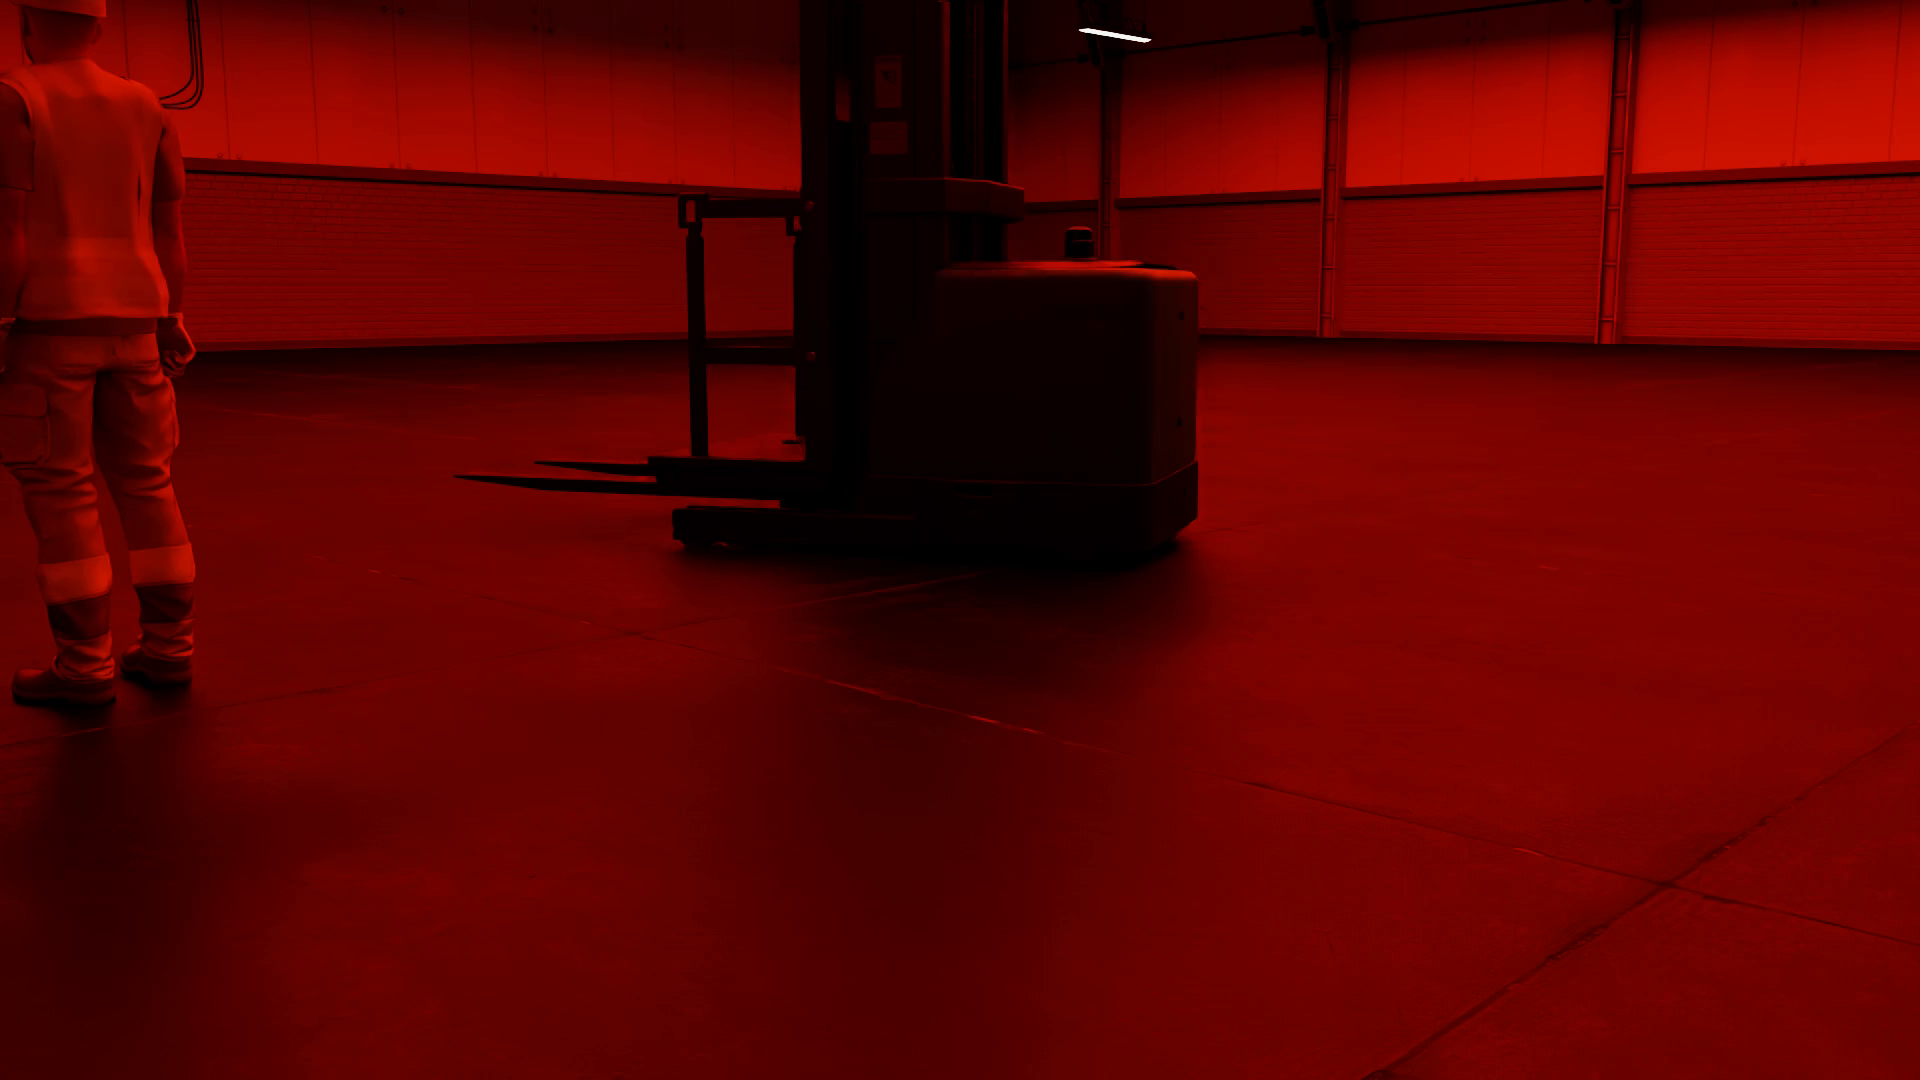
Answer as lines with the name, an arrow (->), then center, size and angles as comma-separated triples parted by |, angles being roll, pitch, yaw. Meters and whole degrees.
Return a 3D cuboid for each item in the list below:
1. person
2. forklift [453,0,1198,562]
person -> -2.157, -0.507, 4.067 | 0.354, 1.795, 0.559 | 5, 10, 30
forklift -> -0.603, -1.476, 6.678 | 3.031, 2.935, 1.130 | 3, 9, 18
